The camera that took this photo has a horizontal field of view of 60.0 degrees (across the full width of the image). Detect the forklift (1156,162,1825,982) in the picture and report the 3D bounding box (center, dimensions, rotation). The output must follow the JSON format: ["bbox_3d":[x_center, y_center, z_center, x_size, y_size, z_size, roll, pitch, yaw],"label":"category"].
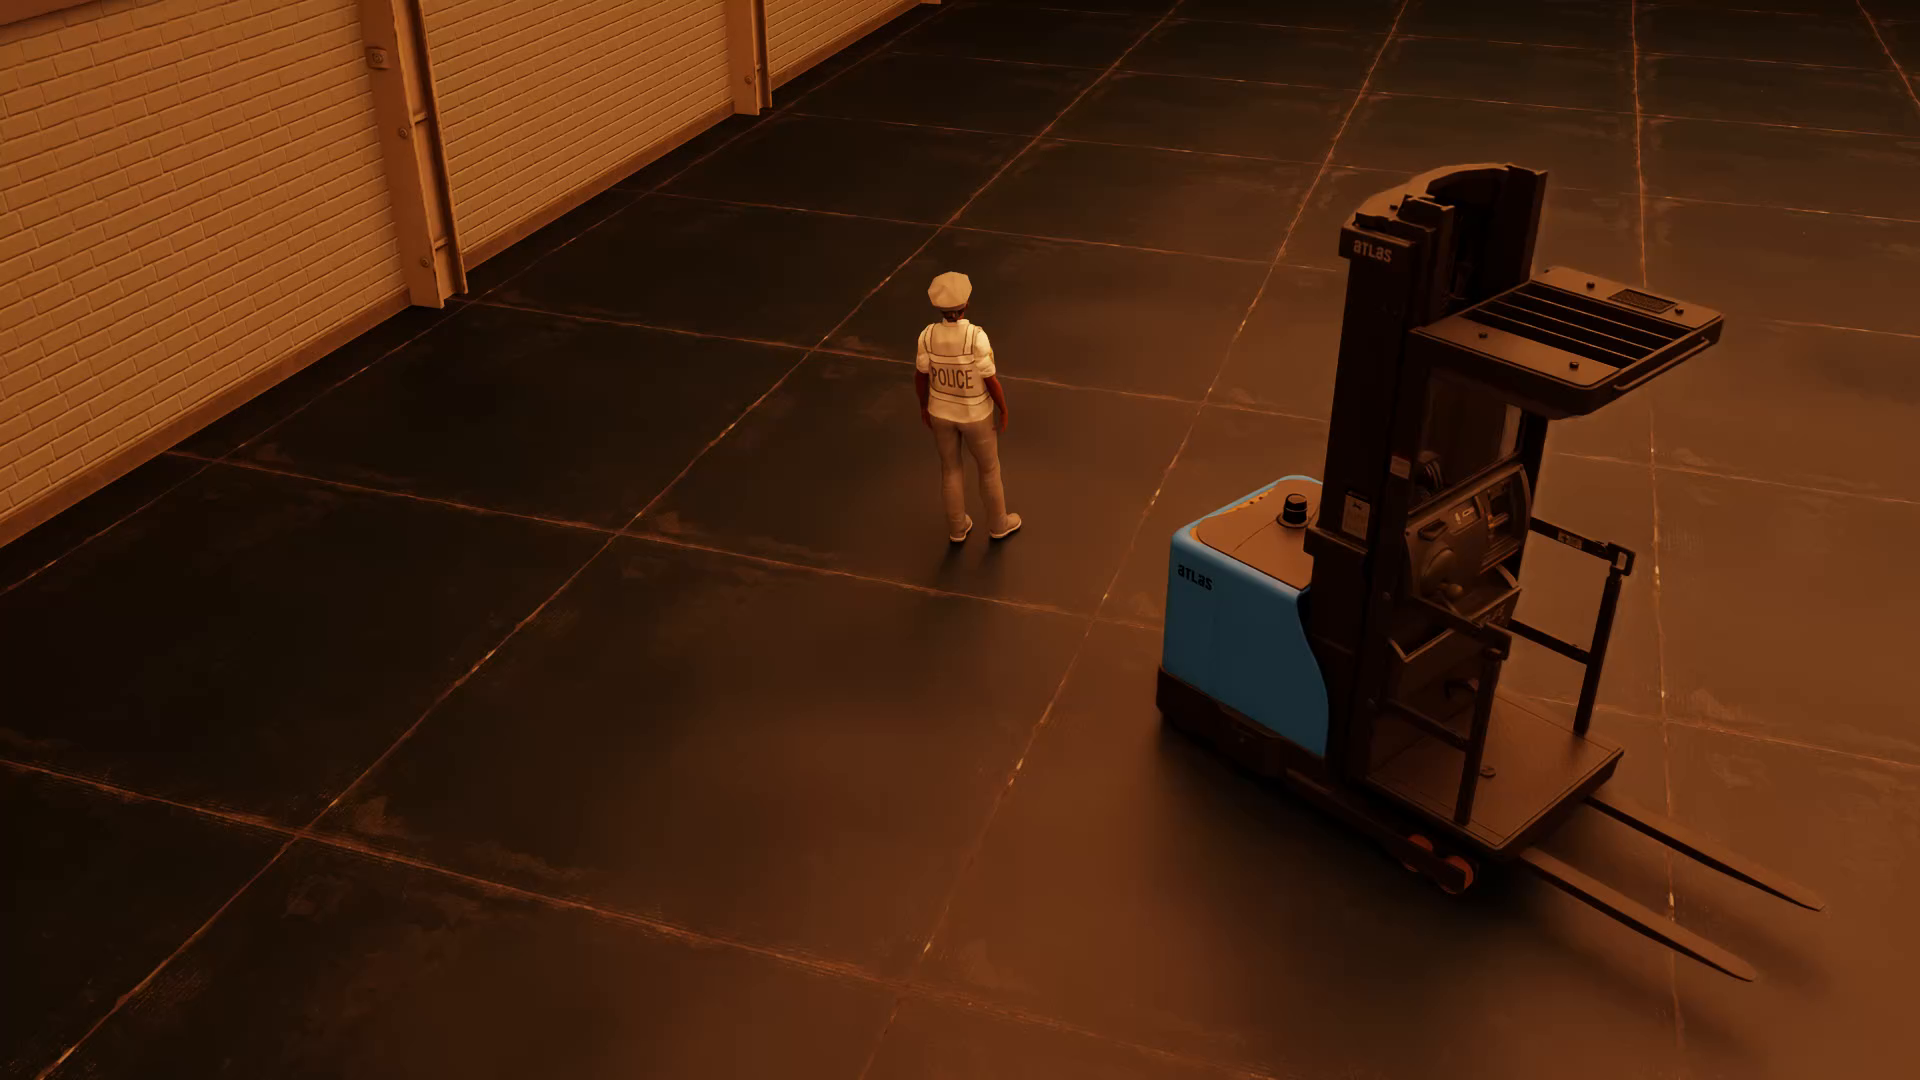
[{"bbox_3d":[2.363,0.003,7.131,1.130,2.935,3.031,-24,38,-36],"label":"forklift"}]

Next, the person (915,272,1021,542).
[{"bbox_3d":[0.043,-0.775,9.729,0.570,1.697,0.528,10,31,16],"label":"person"}]
